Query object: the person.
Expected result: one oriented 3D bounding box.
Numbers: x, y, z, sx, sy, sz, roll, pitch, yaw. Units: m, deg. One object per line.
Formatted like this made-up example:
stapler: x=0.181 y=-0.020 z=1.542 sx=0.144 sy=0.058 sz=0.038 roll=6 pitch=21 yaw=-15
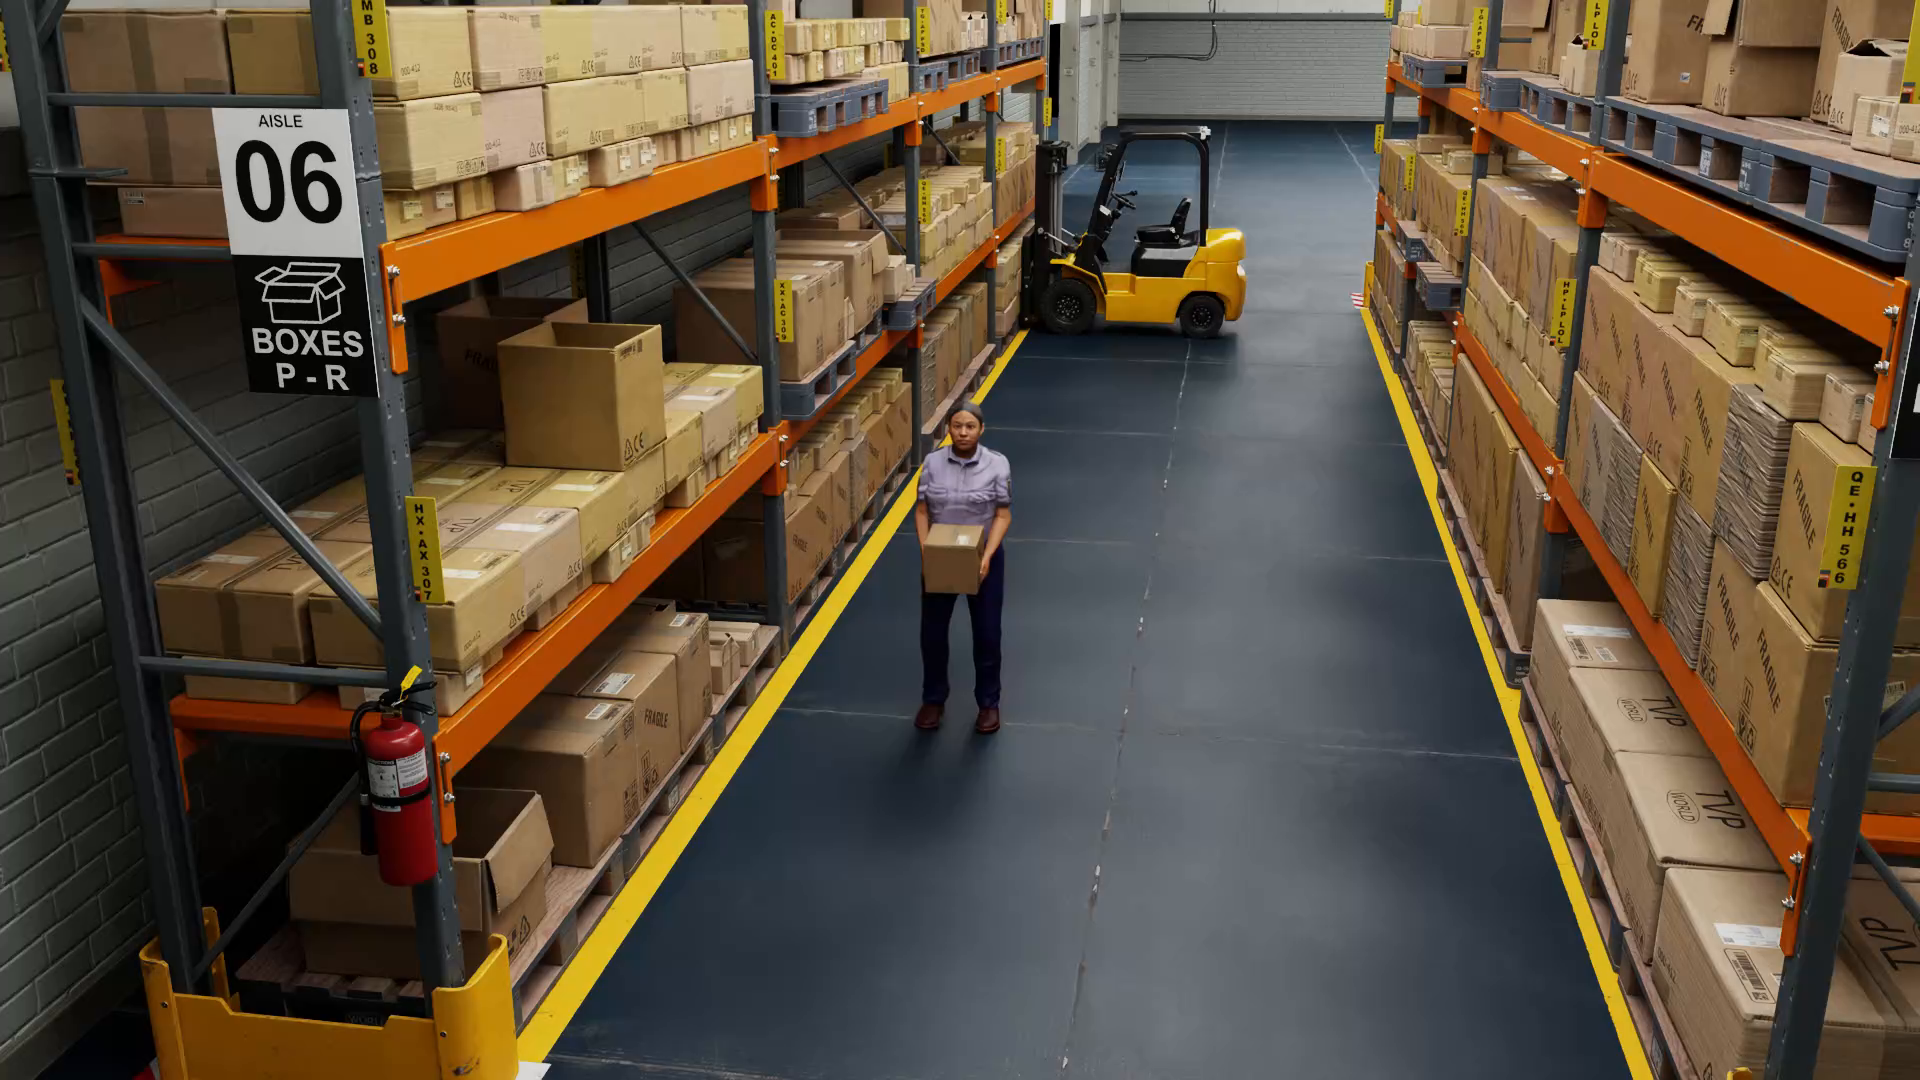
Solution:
person: x=0.005 y=0.154 z=8.117 sx=0.480 sy=1.638 sz=0.469 roll=3 pitch=18 yaw=8
